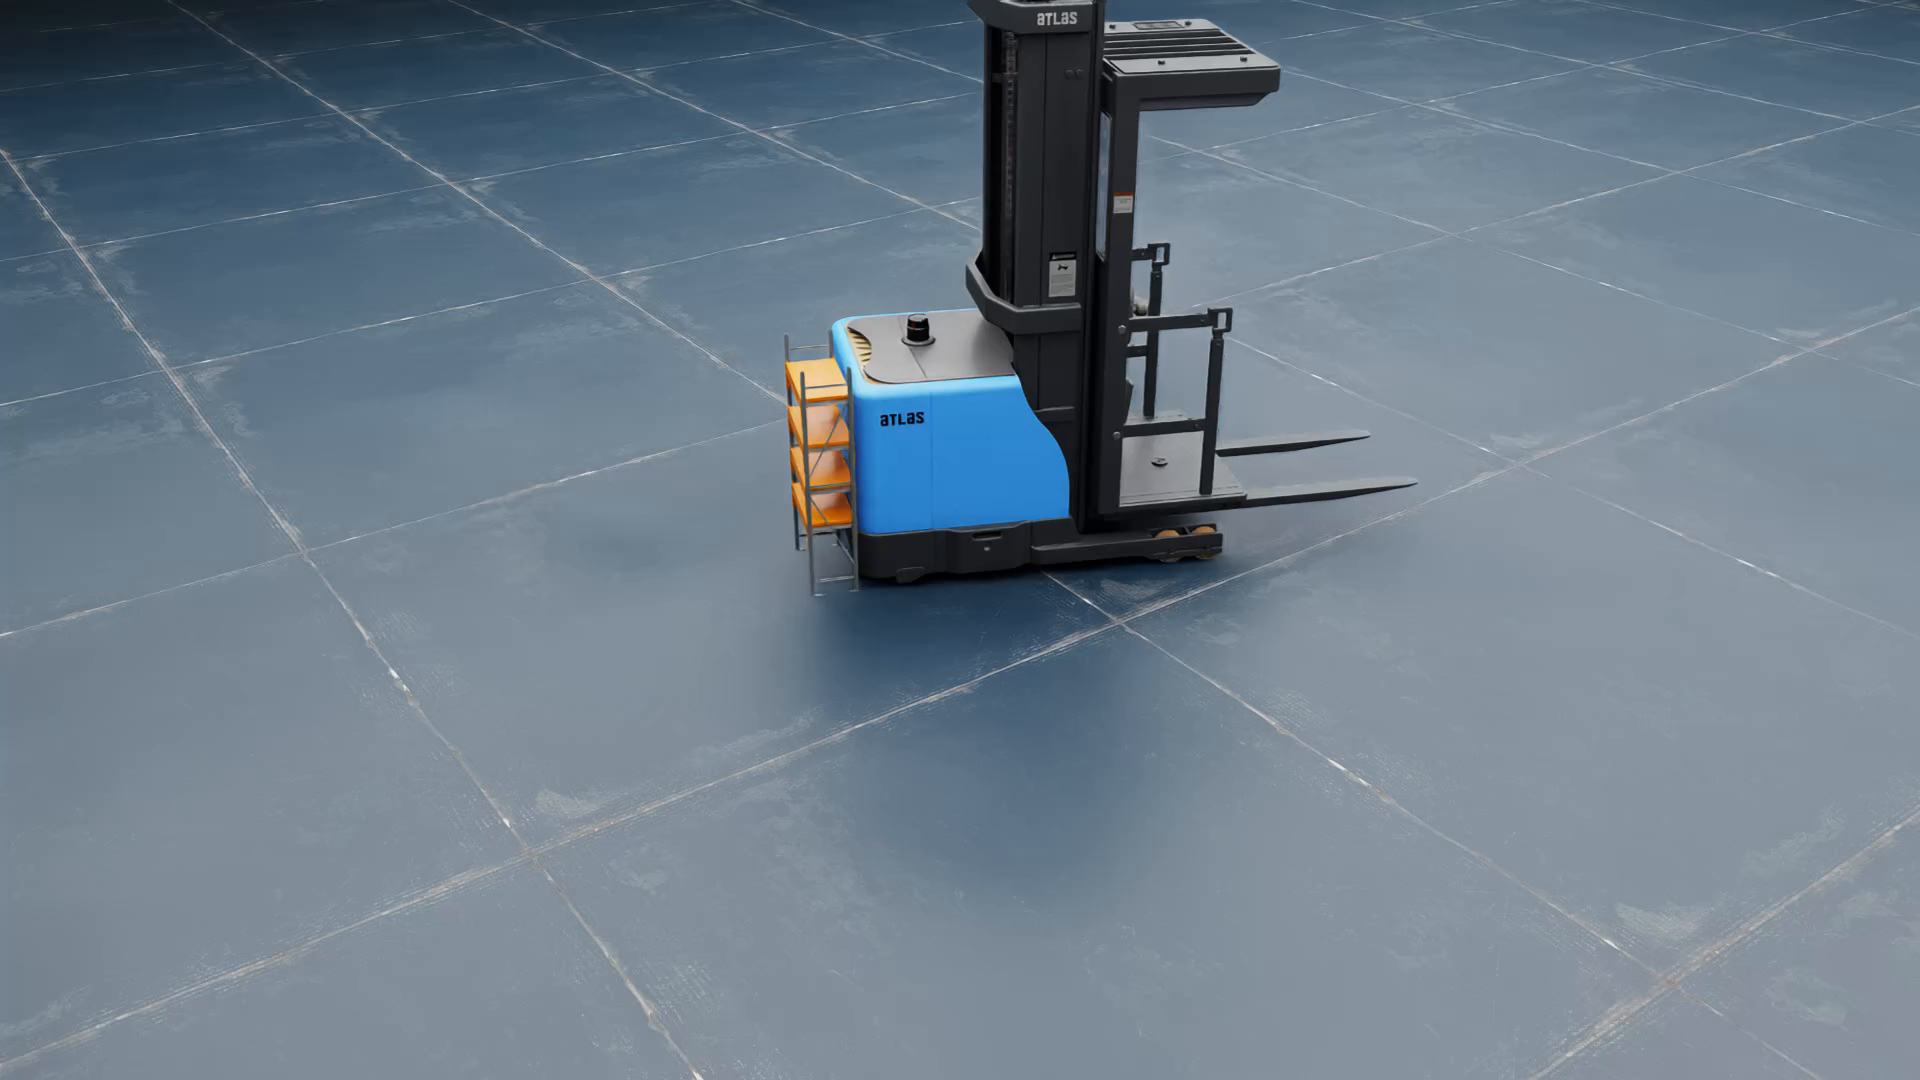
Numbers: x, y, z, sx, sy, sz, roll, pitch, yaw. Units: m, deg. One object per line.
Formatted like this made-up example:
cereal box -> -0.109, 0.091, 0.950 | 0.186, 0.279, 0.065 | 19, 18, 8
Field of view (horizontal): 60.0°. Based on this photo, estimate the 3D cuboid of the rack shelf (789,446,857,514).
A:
rack shelf -> -0.679, -0.314, 8.212 | 0.258, 0.148, 0.480 | -7, 29, -12

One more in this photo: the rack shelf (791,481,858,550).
rack shelf -> -0.679, -0.139, 8.306 | 0.258, 0.148, 0.480 | -7, 29, -12

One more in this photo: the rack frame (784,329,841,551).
rack frame -> -0.738, -0.486, 8.388 | 0.240, 1.200, 0.015 | -7, 29, -12

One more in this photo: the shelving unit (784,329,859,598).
shelving unit -> -0.679, -0.373, 8.180 | 0.258, 1.200, 0.503 | -7, 29, -12

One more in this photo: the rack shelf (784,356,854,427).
rack shelf -> -0.679, -0.718, 7.992 | 0.258, 0.148, 0.480 | -7, 29, -12

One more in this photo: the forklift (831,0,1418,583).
forklift -> 0.888, -1.412, 8.278 | 3.031, 2.935, 1.130 | -5, 29, -10

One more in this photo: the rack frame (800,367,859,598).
rack frame -> -0.621, -0.260, 7.971 | 0.240, 1.200, 0.015 | -7, 29, -12

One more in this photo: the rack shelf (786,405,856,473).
rack shelf -> -0.679, -0.510, 8.105 | 0.258, 0.148, 0.480 | -7, 29, -12
